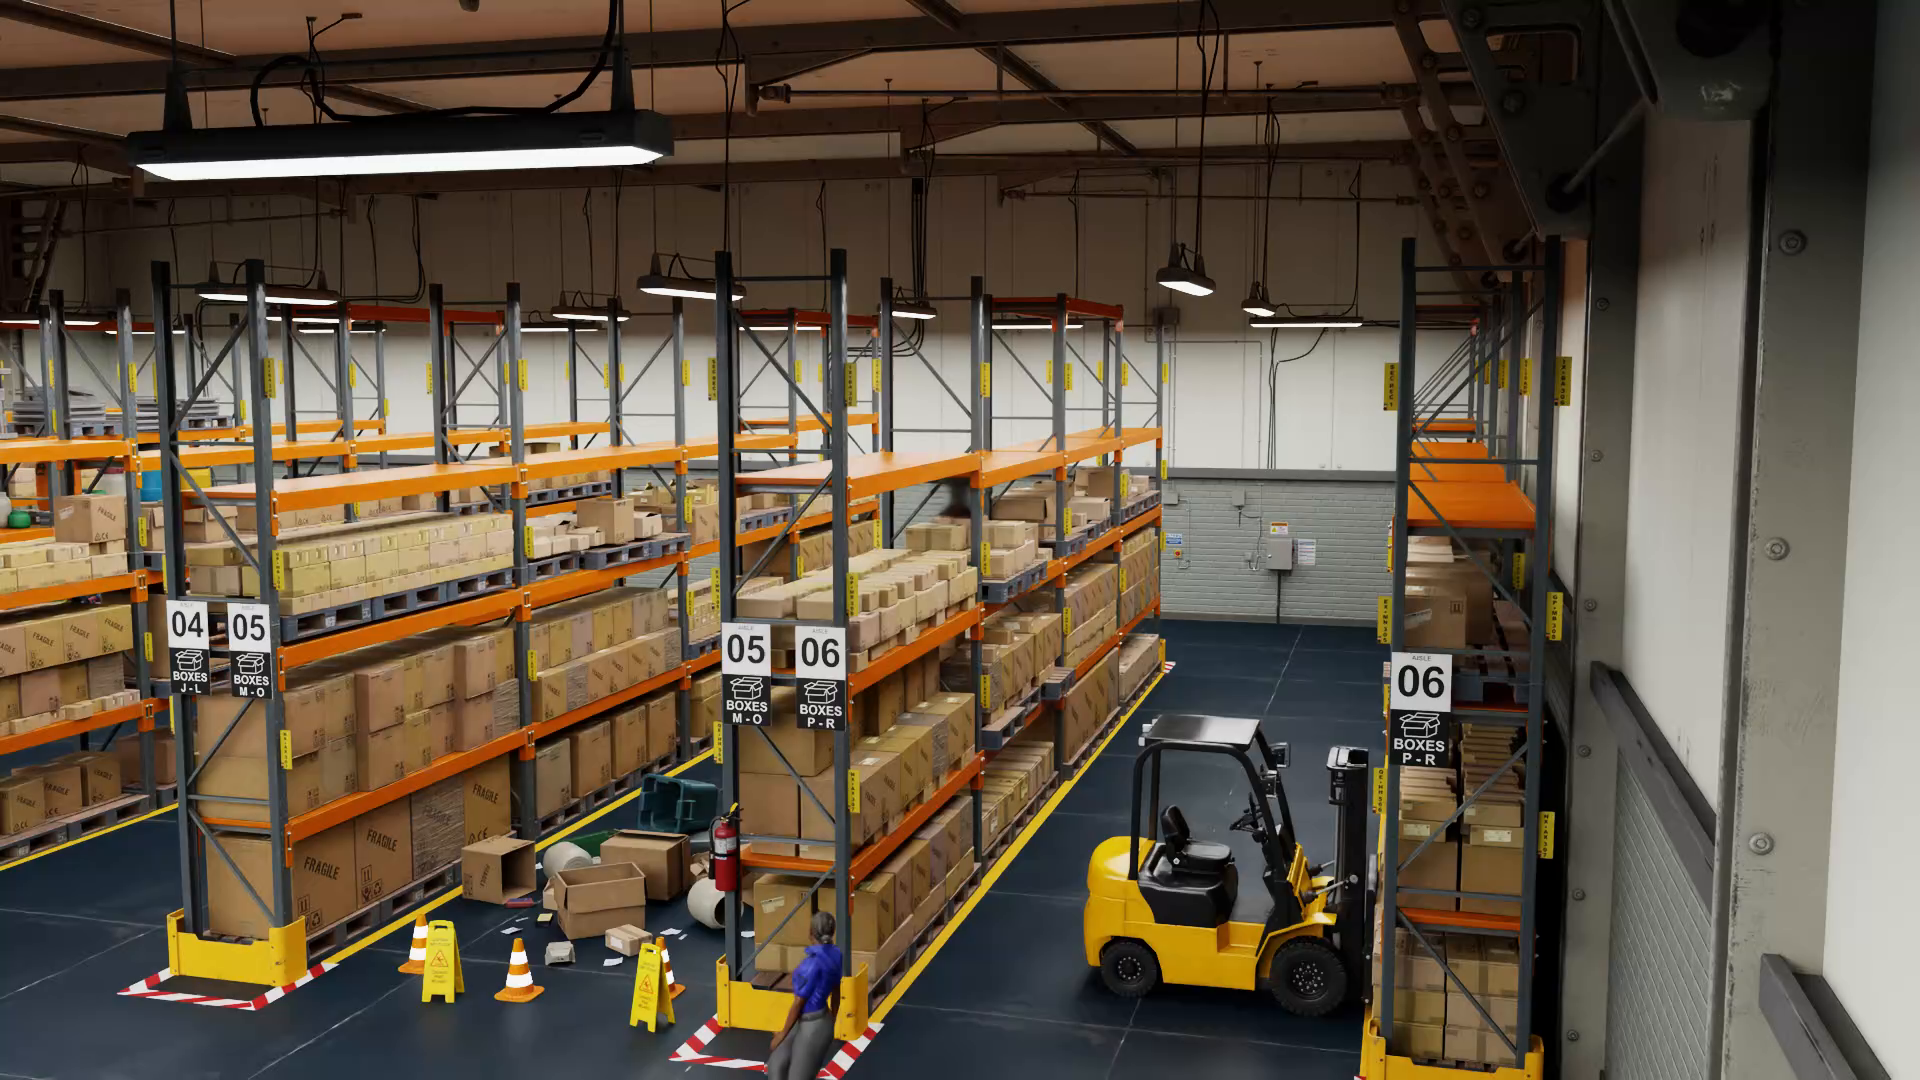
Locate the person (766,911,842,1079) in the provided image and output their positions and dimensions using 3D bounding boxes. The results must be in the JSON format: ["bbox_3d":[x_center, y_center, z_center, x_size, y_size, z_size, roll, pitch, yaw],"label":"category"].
[{"bbox_3d":[-1.031,3.228,11.024,0.773,1.553,0.421,0,6,-1],"label":"person"}]
